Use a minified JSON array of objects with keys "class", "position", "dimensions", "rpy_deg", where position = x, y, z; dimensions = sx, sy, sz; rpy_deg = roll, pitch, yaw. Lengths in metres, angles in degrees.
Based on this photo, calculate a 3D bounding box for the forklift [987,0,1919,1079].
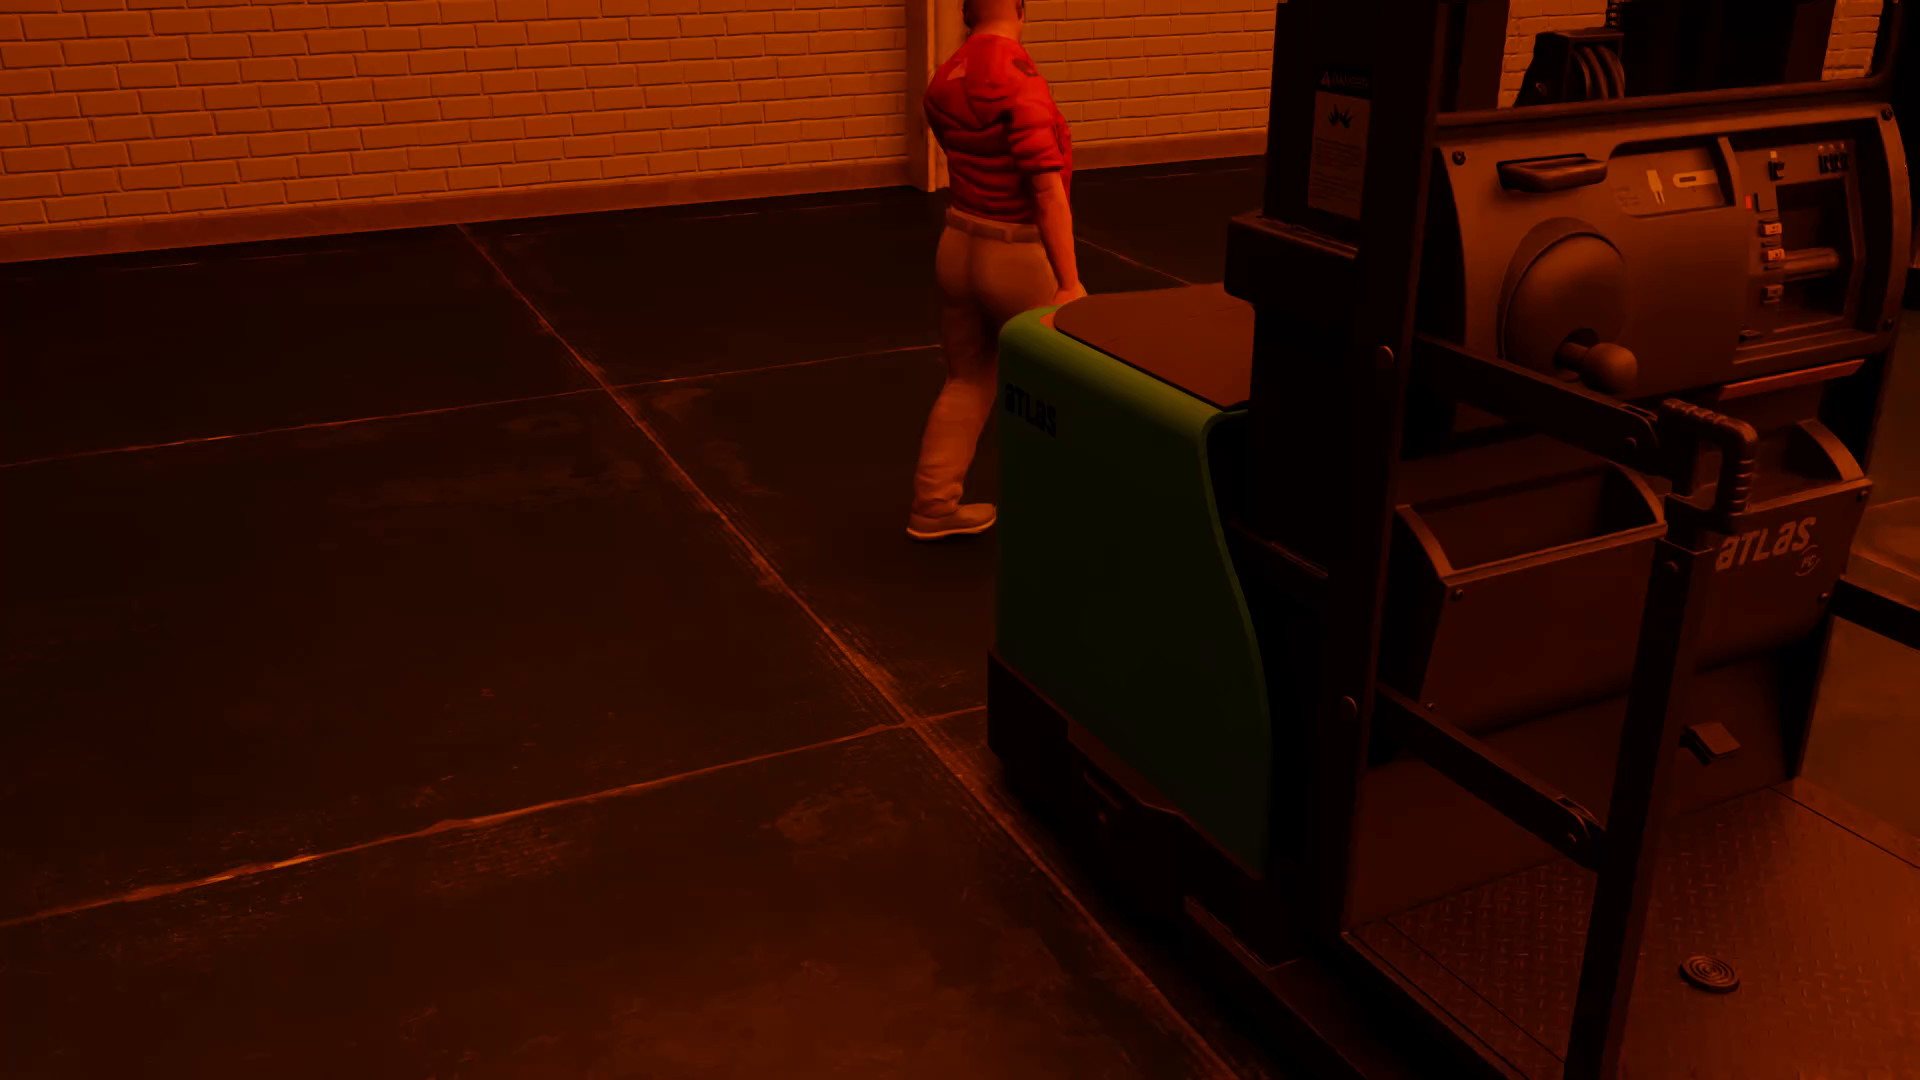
[{"class":"forklift","position":[1.179,-0.417,2.290],"dimensions":[1.130,2.935,3.031],"rpy_deg":[-11,25,-25]}]

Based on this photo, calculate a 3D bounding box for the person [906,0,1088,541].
[{"class":"person","position":[0.182,-0.808,4.870],"dimensions":[0.663,1.681,0.667],"rpy_deg":[-18,29,-37]}]
